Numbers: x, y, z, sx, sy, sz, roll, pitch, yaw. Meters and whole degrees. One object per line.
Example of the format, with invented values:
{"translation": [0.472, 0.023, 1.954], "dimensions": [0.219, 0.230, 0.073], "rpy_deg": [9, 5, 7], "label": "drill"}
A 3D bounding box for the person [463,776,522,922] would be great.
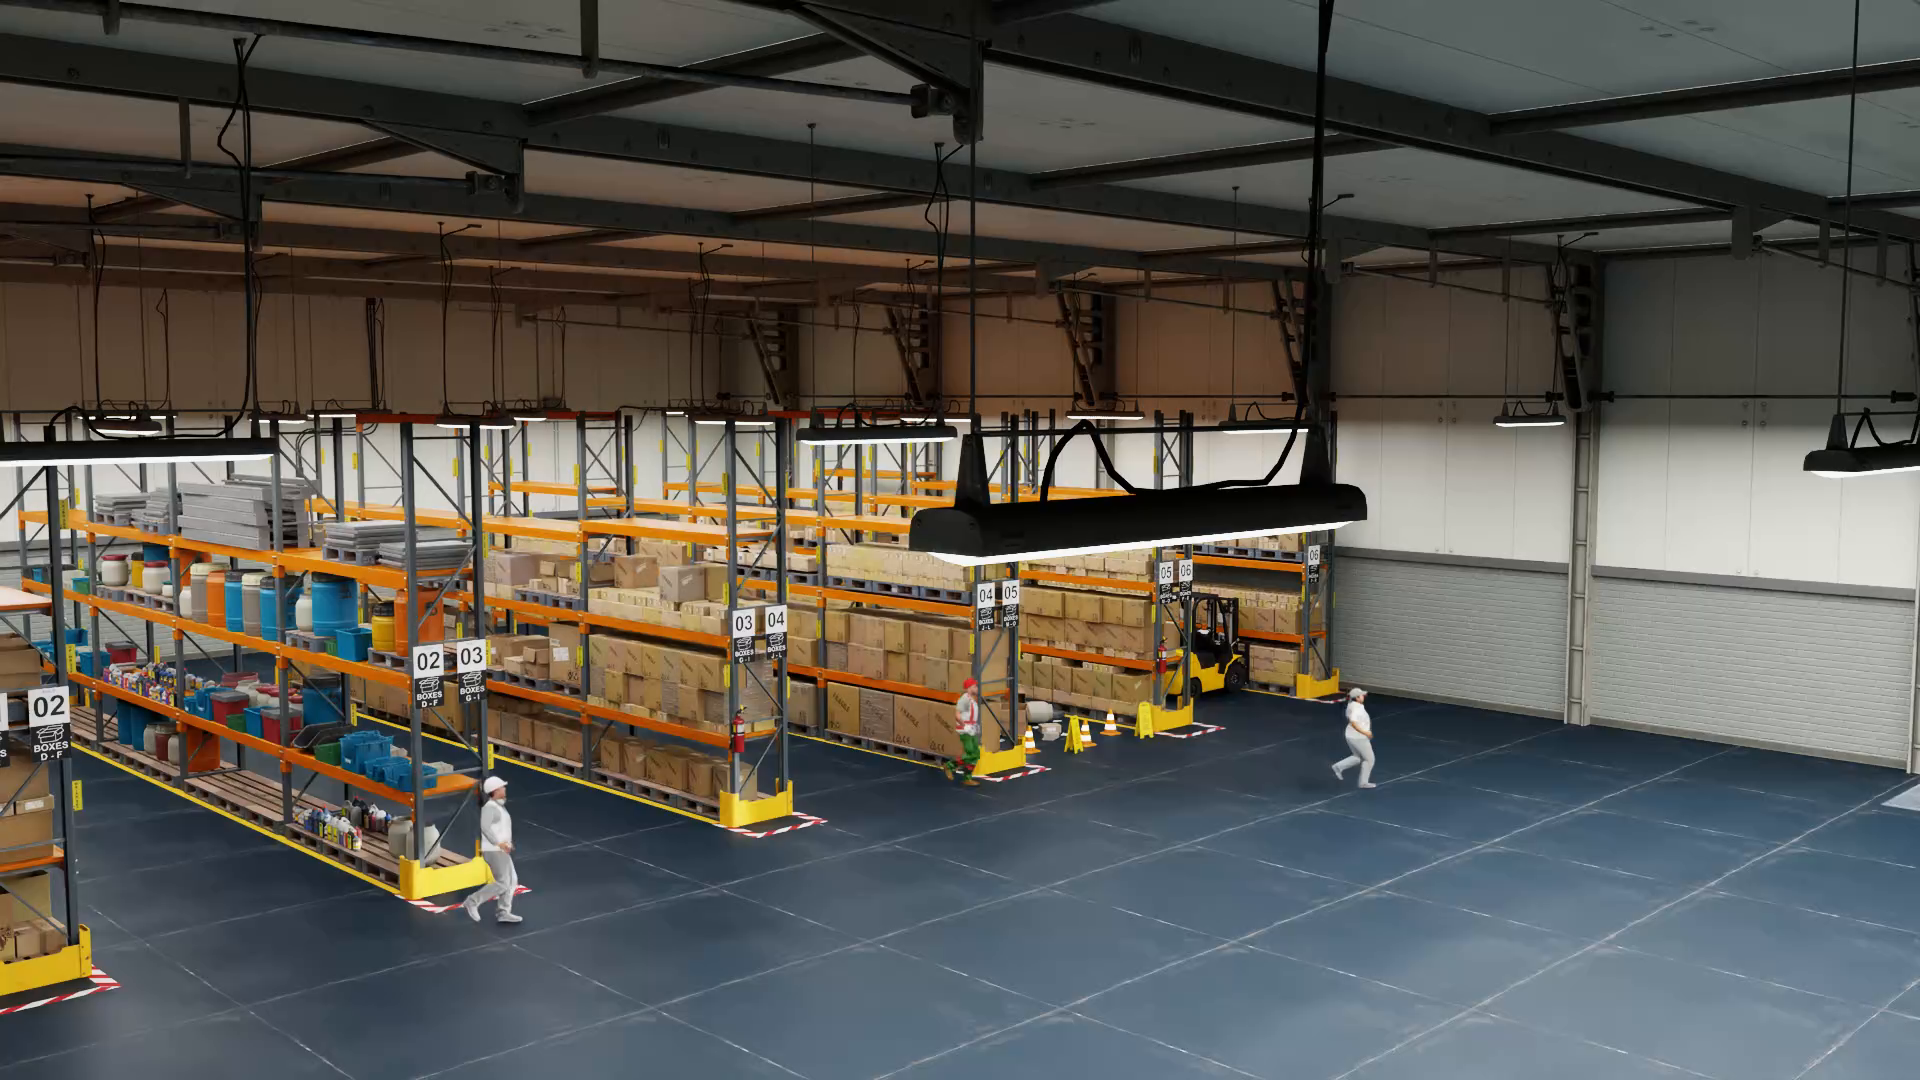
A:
{"translation": [-5.646, 3.729, 20.102], "dimensions": [0.681, 1.719, 0.724], "rpy_deg": [-1, 5, -11], "label": "person"}

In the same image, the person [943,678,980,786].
{"translation": [0.045, 3.116, 27.083], "dimensions": [0.601, 1.756, 0.710], "rpy_deg": [1, 5, 13], "label": "person"}

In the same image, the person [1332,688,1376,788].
{"translation": [6.396, 3.192, 26.831], "dimensions": [0.654, 1.620, 0.613], "rpy_deg": [0, 5, -1], "label": "person"}

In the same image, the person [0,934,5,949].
{"translation": [-9.838, 4.043, 16.595], "dimensions": [0.675, 1.697, 0.748], "rpy_deg": [0, 5, 4], "label": "person"}

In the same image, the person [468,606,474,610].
{"translation": [-10.981, 2.296, 37.303], "dimensions": [0.555, 1.633, 0.527], "rpy_deg": [-3, 6, -34], "label": "person"}
